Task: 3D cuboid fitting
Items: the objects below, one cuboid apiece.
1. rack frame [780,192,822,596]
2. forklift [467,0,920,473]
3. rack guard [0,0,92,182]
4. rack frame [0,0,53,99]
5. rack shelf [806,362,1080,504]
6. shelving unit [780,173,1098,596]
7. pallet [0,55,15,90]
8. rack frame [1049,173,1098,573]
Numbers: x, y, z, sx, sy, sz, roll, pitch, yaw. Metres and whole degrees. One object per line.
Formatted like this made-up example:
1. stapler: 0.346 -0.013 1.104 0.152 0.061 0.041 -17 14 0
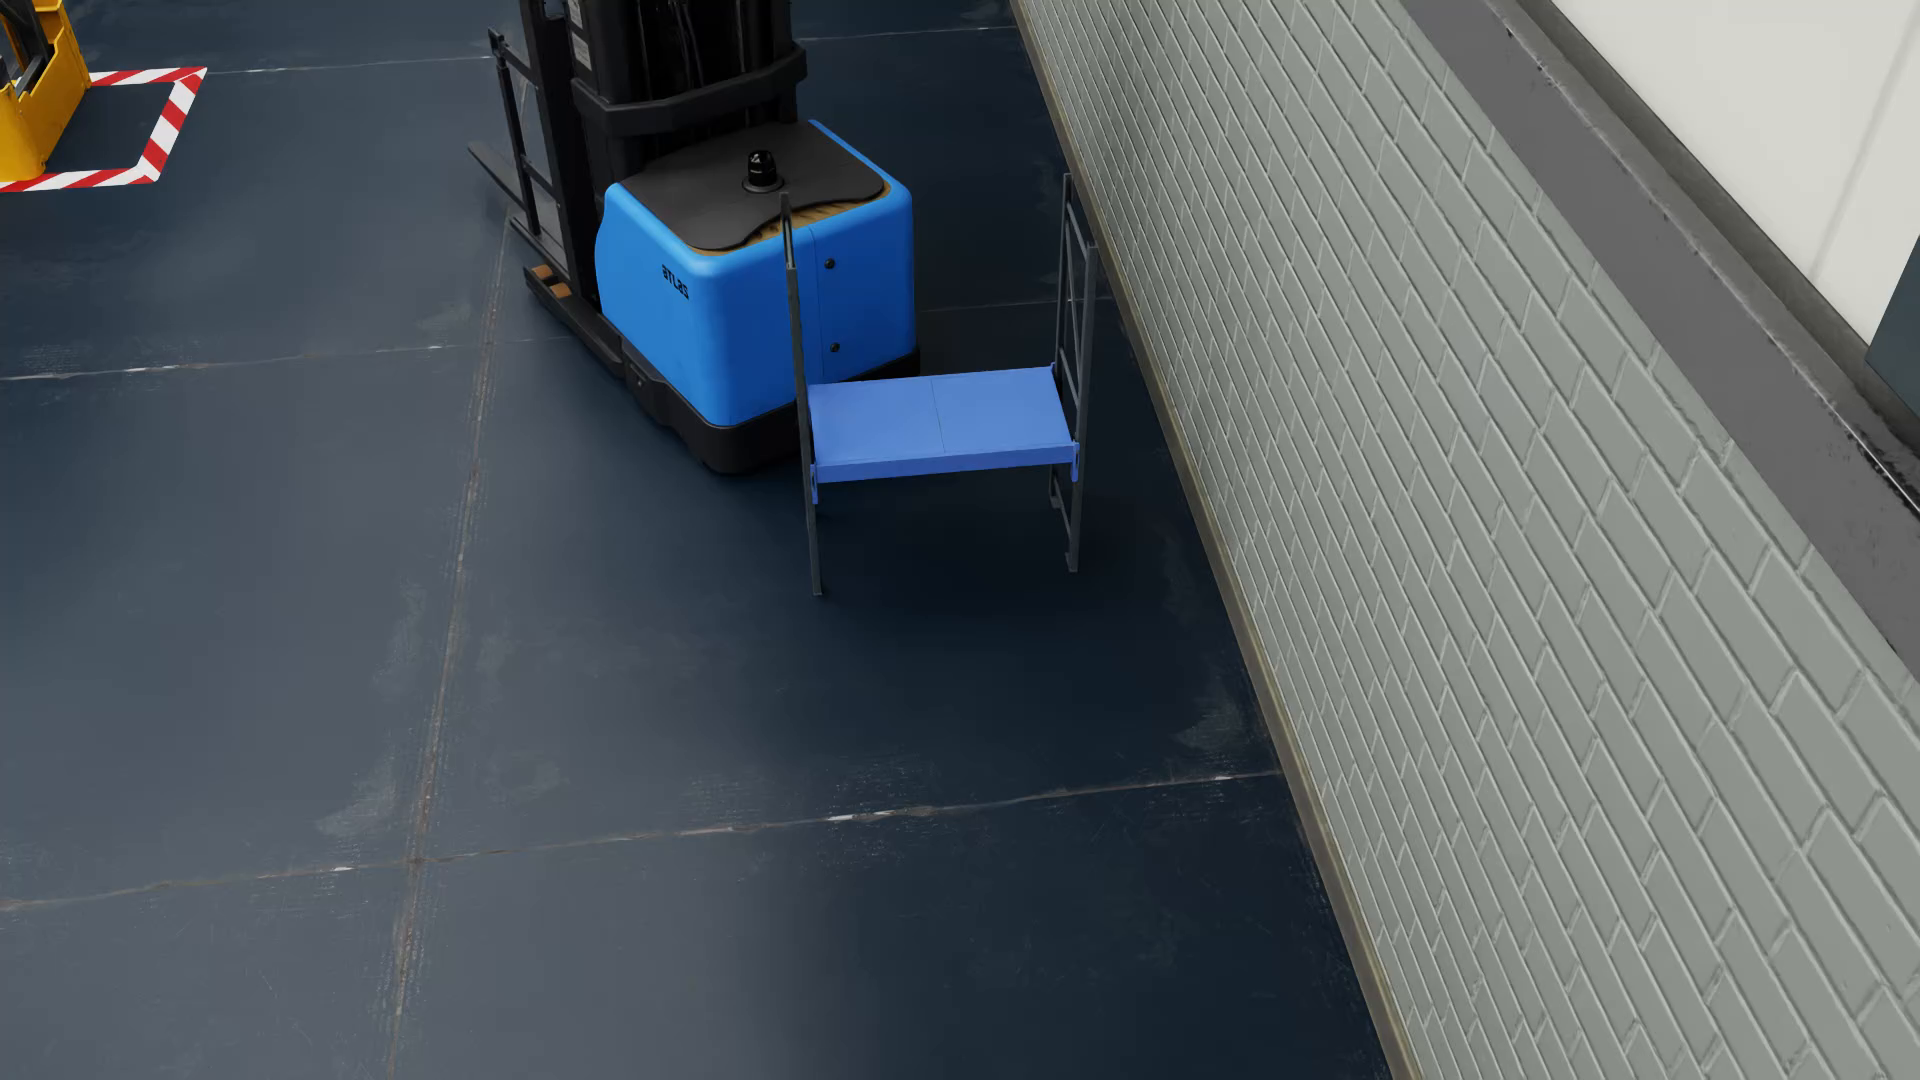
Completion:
1. rack frame: -0.589 -0.505 6.190 0.032 1.500 0.500 -5 42 -6
2. forklift: -1.439 -2.314 7.127 1.130 2.935 3.031 -26 48 -26
3. rack guard: -5.165 -2.484 9.131 0.348 0.500 1.175 -5 42 -6
4. rack frame: -5.187 -3.402 8.282 0.127 3.000 1.000 -5 42 -6
5. rack shelf: -0.085 -0.416 6.360 1.000 0.185 0.538 -5 42 -6
6. shelving unit: -0.085 -0.549 6.239 1.048 1.500 0.538 -5 42 -6
7. pallet: -6.009 -2.320 9.165 1.213 0.211 1.003 -5 42 -6
8. rack frame: 0.419 -0.594 6.288 0.032 1.500 0.500 -5 42 -6
